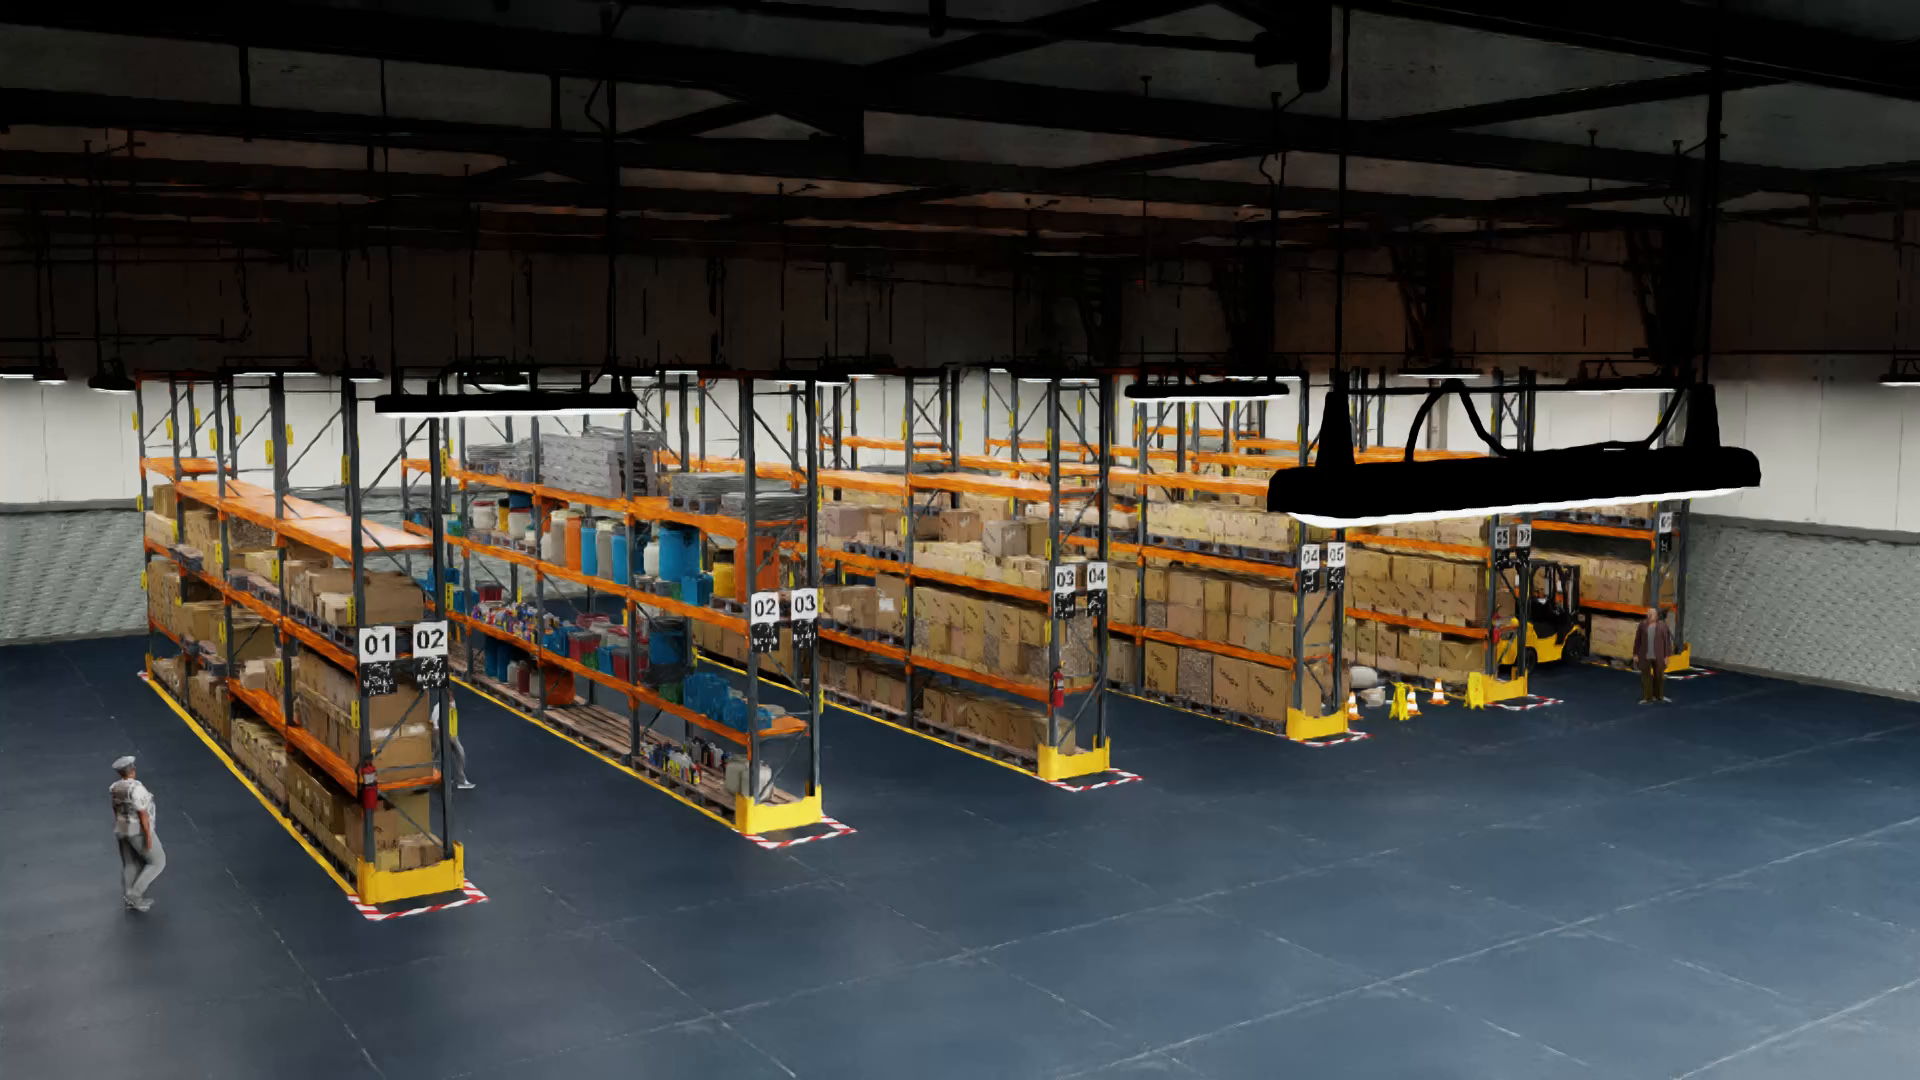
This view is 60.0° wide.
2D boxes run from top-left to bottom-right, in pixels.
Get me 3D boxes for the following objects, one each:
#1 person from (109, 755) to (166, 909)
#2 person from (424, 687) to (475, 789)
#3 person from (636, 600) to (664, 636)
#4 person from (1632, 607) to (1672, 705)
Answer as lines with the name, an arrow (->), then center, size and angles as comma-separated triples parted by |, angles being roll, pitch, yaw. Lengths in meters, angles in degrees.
person -> -9.368, 3.332, 18.870 | 0.584, 1.754, 0.470 | 3, 7, 27
person -> -7.468, 2.850, 24.047 | 0.788, 1.525, 0.561 | 5, 8, 38
person -> -6.484, 1.576, 34.636 | 0.677, 1.726, 0.574 | -4, 8, -33
person -> 12.480, 2.082, 29.950 | 0.690, 1.769, 0.587 | 3, 7, 28
